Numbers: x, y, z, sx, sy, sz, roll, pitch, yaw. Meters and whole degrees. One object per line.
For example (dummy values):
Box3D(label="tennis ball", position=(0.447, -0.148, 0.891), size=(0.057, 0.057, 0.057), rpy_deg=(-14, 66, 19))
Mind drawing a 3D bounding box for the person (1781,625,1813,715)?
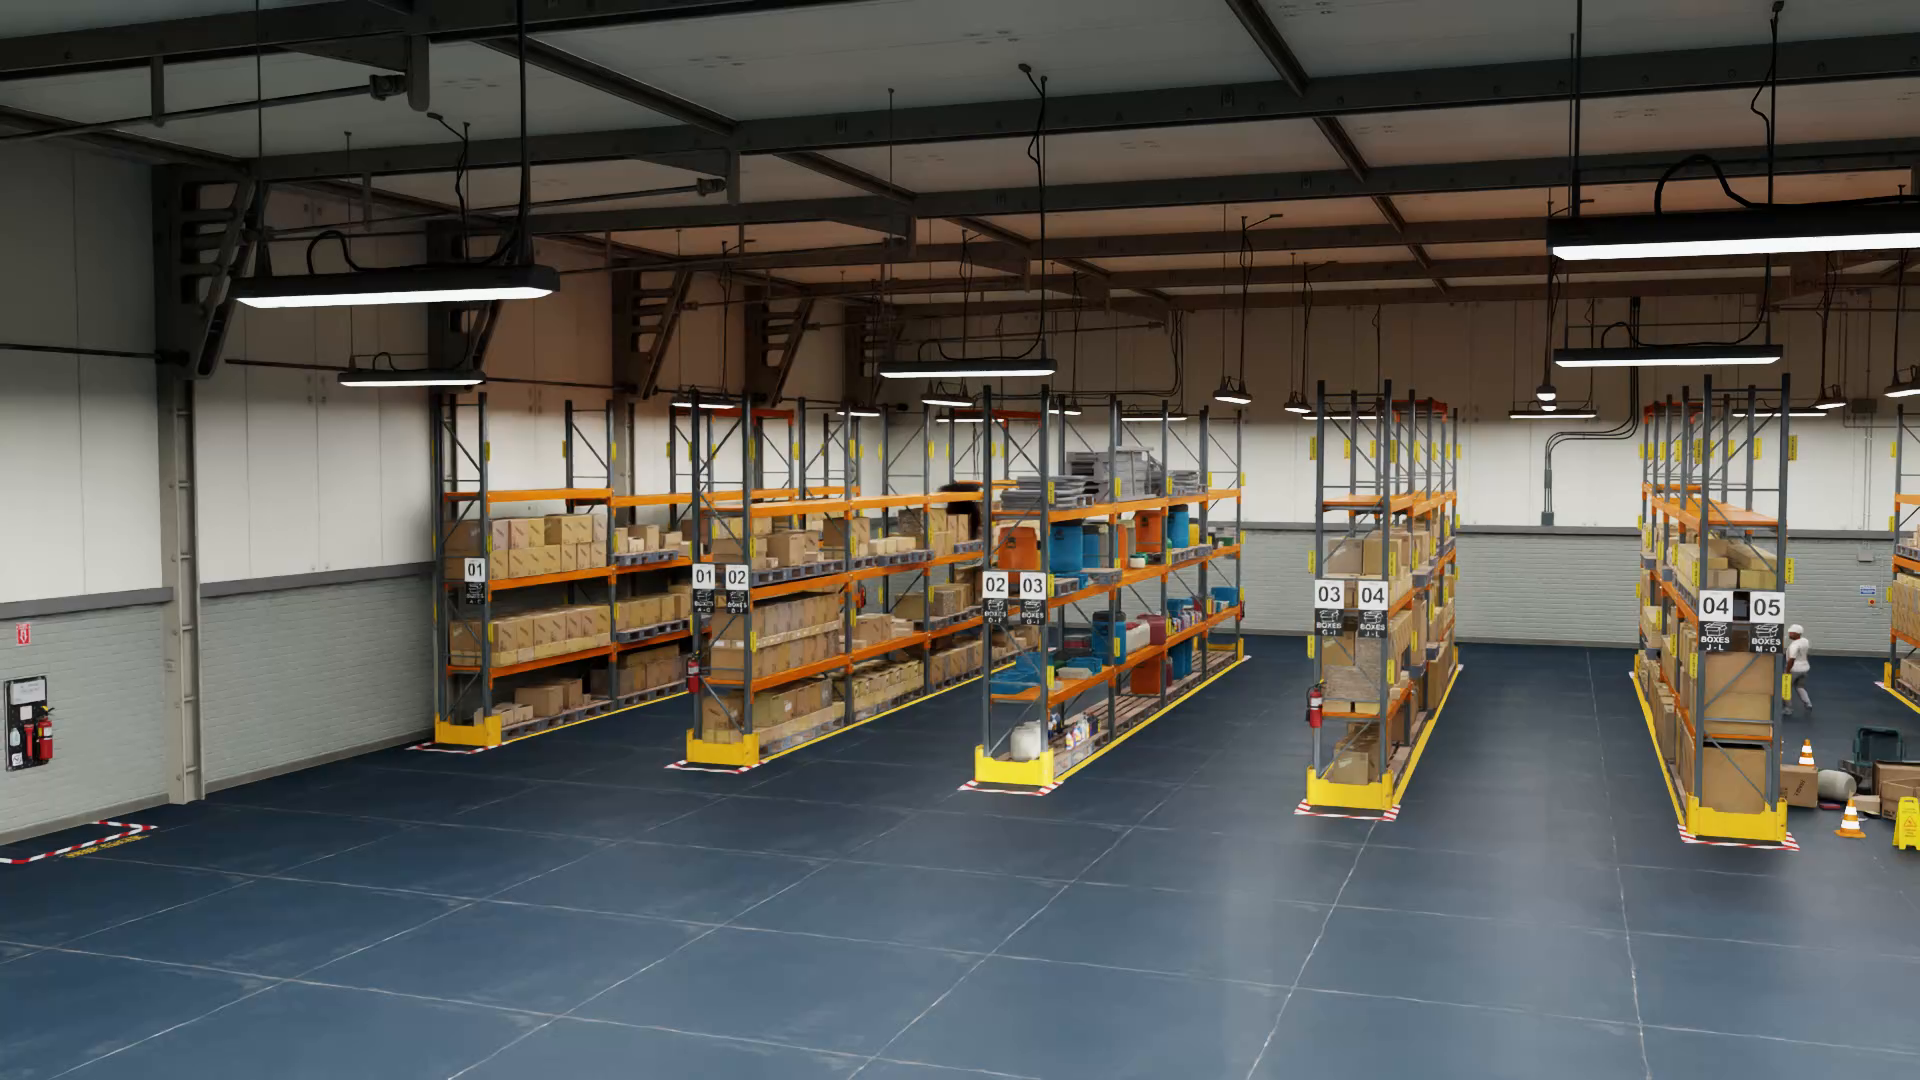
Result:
Box3D(label="person", position=(15.834, 2.469, 31.570), size=(0.624, 1.732, 0.647), rpy_deg=(-1, 3, -21))
